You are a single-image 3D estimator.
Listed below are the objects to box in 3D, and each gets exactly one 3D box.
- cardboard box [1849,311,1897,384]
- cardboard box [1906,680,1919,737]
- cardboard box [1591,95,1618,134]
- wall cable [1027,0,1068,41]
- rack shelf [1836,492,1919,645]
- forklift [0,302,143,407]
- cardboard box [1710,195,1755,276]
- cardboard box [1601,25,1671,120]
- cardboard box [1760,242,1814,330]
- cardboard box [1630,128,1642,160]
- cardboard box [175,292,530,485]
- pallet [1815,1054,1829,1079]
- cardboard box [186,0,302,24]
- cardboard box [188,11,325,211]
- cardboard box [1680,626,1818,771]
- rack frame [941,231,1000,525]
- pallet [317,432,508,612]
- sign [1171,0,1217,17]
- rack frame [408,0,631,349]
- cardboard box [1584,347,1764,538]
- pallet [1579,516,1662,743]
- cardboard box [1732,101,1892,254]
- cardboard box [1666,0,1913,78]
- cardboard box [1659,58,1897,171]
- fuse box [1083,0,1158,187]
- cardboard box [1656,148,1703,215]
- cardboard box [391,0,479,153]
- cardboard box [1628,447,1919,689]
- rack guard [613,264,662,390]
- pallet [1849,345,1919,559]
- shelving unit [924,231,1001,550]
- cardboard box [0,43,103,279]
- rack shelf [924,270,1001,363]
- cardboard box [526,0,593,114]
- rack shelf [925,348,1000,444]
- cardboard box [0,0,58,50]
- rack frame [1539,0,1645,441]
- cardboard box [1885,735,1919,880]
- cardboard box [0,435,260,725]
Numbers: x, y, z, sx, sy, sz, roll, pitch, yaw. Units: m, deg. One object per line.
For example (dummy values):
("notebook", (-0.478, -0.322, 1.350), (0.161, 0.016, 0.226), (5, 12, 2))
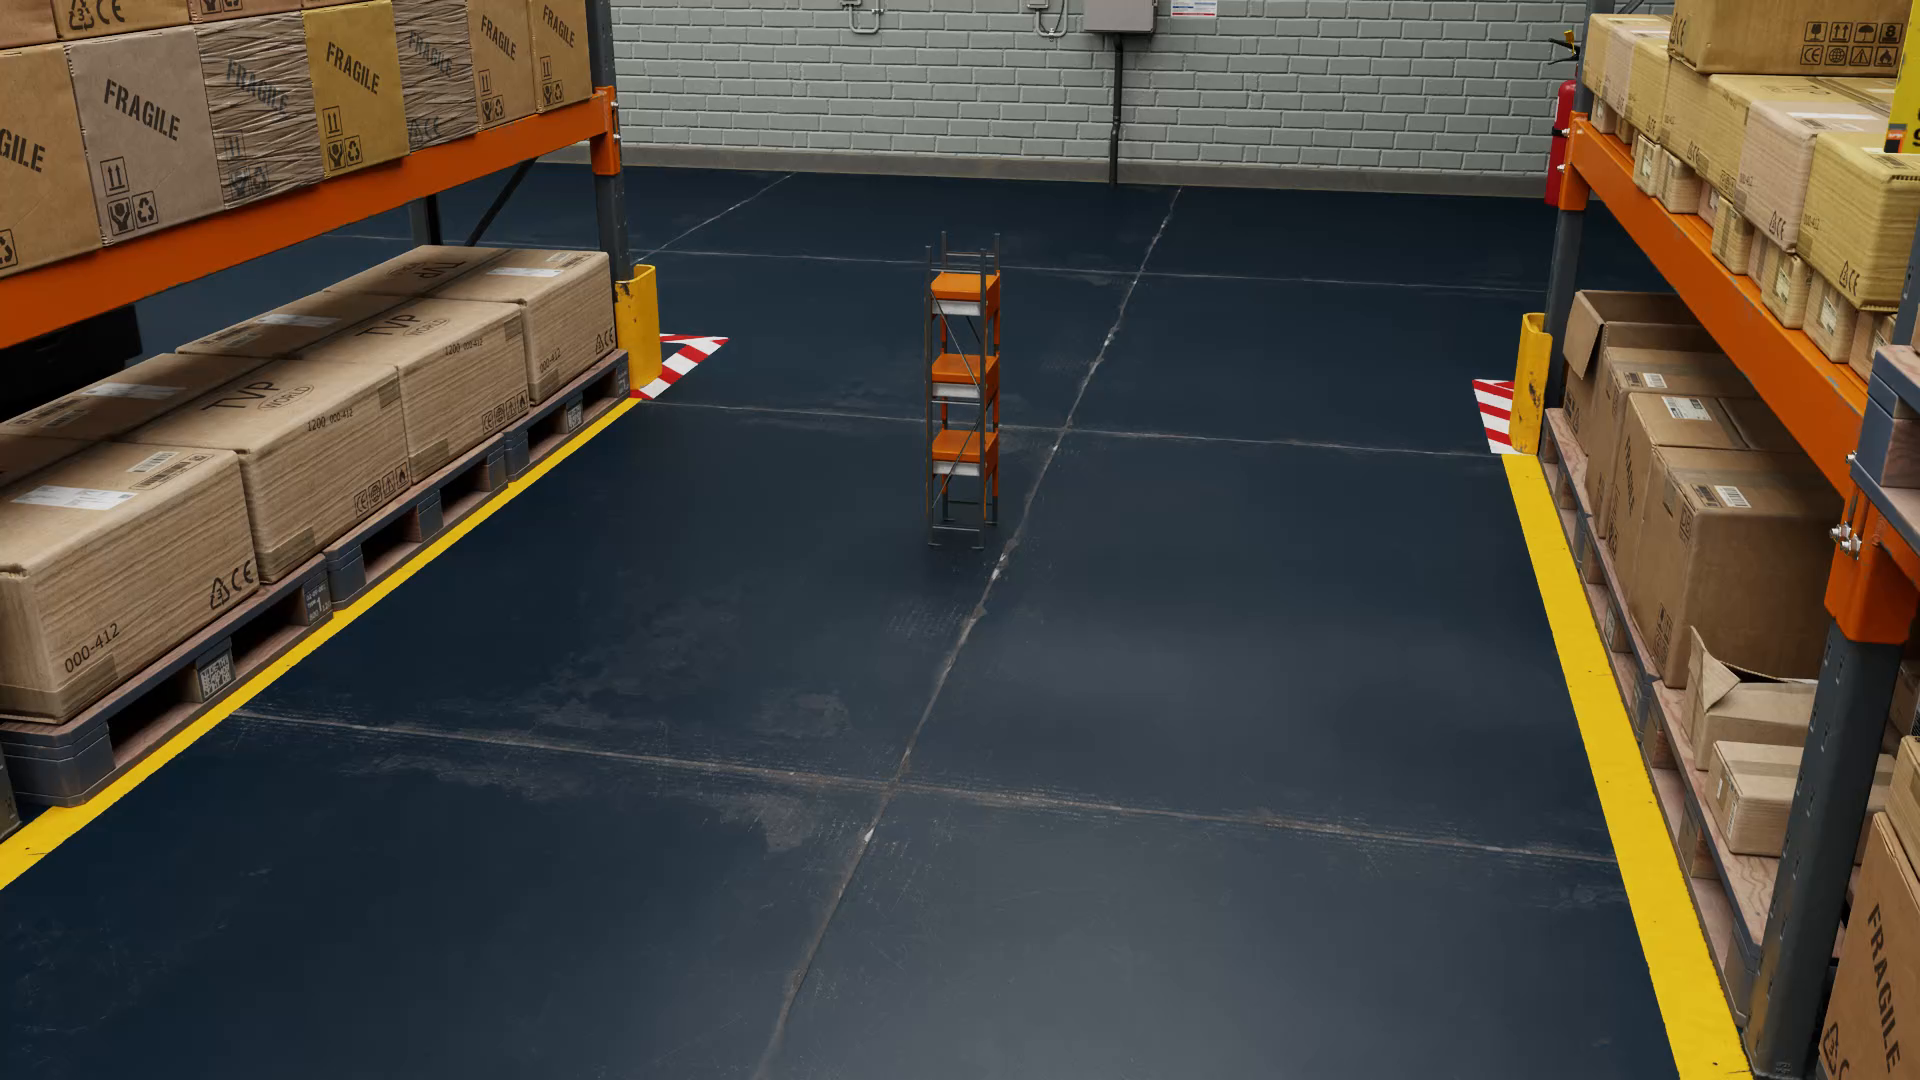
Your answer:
("cardboard box", (1.867, -0.342, 3.024), (0.380, 0.149, 0.250), (5, 22, 12))
("cardboard box", (2.415, 0.506, 3.619), (0.500, 0.311, 0.500), (5, 23, 13))
("cardboard box", (2.529, -1.570, 6.073), (0.380, 0.149, 0.250), (4, 22, 11))
("wall cable", (0.524, -4.594, 11.885), (0.588, 1.984, 0.122), (4, 22, 11))
("rack shelf", (1.641, 0.742, 0.958), (1.077, 0.370, 4.000), (4, 22, 11))
("forklift", (-4.779, -1.711, 6.179), (1.130, 2.935, 3.031), (7, 23, 16))
("cardboard box", (2.033, -0.725, 3.976), (0.380, 0.149, 0.250), (4, 22, 10))
("cardboard box", (2.406, -1.524, 5.426), (0.500, 0.250, 0.500), (5, 22, 11))
("cardboard box", (1.928, -0.536, 3.505), (0.380, 0.149, 0.250), (5, 22, 12))
("cardboard box", (2.392, -1.287, 5.370), (0.380, 0.149, 0.250), (5, 23, 13))
("cardboard box", (-2.210, -0.585, 6.158), (0.875, 0.438, 0.875), (5, 22, 12))
("pallet", (1.920, 1.271, 2.415), (1.003, 0.211, 1.213), (4, 22, 11))
("cardboard box", (-2.252, -1.736, 4.678), (0.500, 0.500, 0.500), (5, 22, 12))
("cardboard box", (-2.245, -1.263, 4.841), (0.500, 0.500, 0.500), (5, 22, 11))
("cardboard box", (1.948, 0.394, 3.958), (0.396, 0.266, 0.258), (5, 23, 13))
("rack frame", (0.036, -0.551, 5.817), (0.200, 1.050, 0.008), (4, 22, 11))
("pallet", (-2.333, -0.126, 5.884), (1.003, 0.211, 1.213), (4, 22, 11))
("sign", (1.685, -4.007, 11.915), (0.329, 0.494, 0.001), (4, 22, 11))
("rack frame", (-1.995, -2.163, 7.208), (1.000, 3.000, 0.127), (4, 22, 11))
("cardboard box", (2.435, -0.295, 5.354), (0.700, 0.500, 0.500), (5, 23, 13))
("pallet", (2.437, 0.272, 4.896), (1.003, 0.211, 1.213), (4, 22, 11))
("cardboard box", (2.002, -0.780, 3.579), (0.500, 0.250, 0.500), (5, 22, 11))
("cardboard box", (2.203, -1.508, 4.381), (0.500, 0.500, 0.500), (5, 22, 12))
("cardboard box", (2.222, -1.150, 4.496), (0.500, 0.250, 0.500), (4, 22, 10))
("fuse box", (1.160, -3.416, 12.044), (0.539, 1.711, 0.414), (4, 22, 11))
("cardboard box", (2.184, -1.005, 4.669), (0.380, 0.149, 0.250), (5, 22, 12))
("cardboard box", (-2.047, -1.641, 5.780), (0.500, 0.500, 0.500), (5, 22, 12))
("cardboard box", (2.223, 0.085, 4.412), (0.700, 0.500, 0.500), (4, 22, 9))
("rack guard", (-1.990, -1.012, 7.697), (1.175, 0.500, 0.348), (4, 22, 11))
("pallet", (1.779, 0.050, 1.971), (1.003, 0.211, 1.213), (4, 22, 11))
("shelving unit", (0.011, -0.507, 5.706), (0.215, 1.050, 0.252), (4, 22, 11))
("cardboard box", (-2.459, -0.898, 3.934), (0.500, 0.500, 0.500), (5, 23, 13))
("rack shelf", (0.011, -0.760, 5.604), (0.215, 0.259, 0.240), (4, 22, 11))
("cardboard box", (-1.834, -2.012, 6.702), (0.500, 0.500, 0.500), (5, 22, 11))
("rack shelf", (0.011, -0.497, 5.710), (0.215, 0.259, 0.240), (4, 22, 11))
("cardboard box", (-2.477, -1.366, 3.757), (0.500, 0.500, 0.500), (5, 22, 11))
("rack frame", (2.865, -1.786, 6.272), (1.000, 3.000, 0.127), (4, 22, 11))
("cardboard box", (1.715, 0.452, 2.632), (0.380, 0.149, 0.250), (6, 23, 13))
("cardboard box", (-2.578, 0.072, 4.526), (0.875, 0.438, 0.875), (4, 22, 10))
